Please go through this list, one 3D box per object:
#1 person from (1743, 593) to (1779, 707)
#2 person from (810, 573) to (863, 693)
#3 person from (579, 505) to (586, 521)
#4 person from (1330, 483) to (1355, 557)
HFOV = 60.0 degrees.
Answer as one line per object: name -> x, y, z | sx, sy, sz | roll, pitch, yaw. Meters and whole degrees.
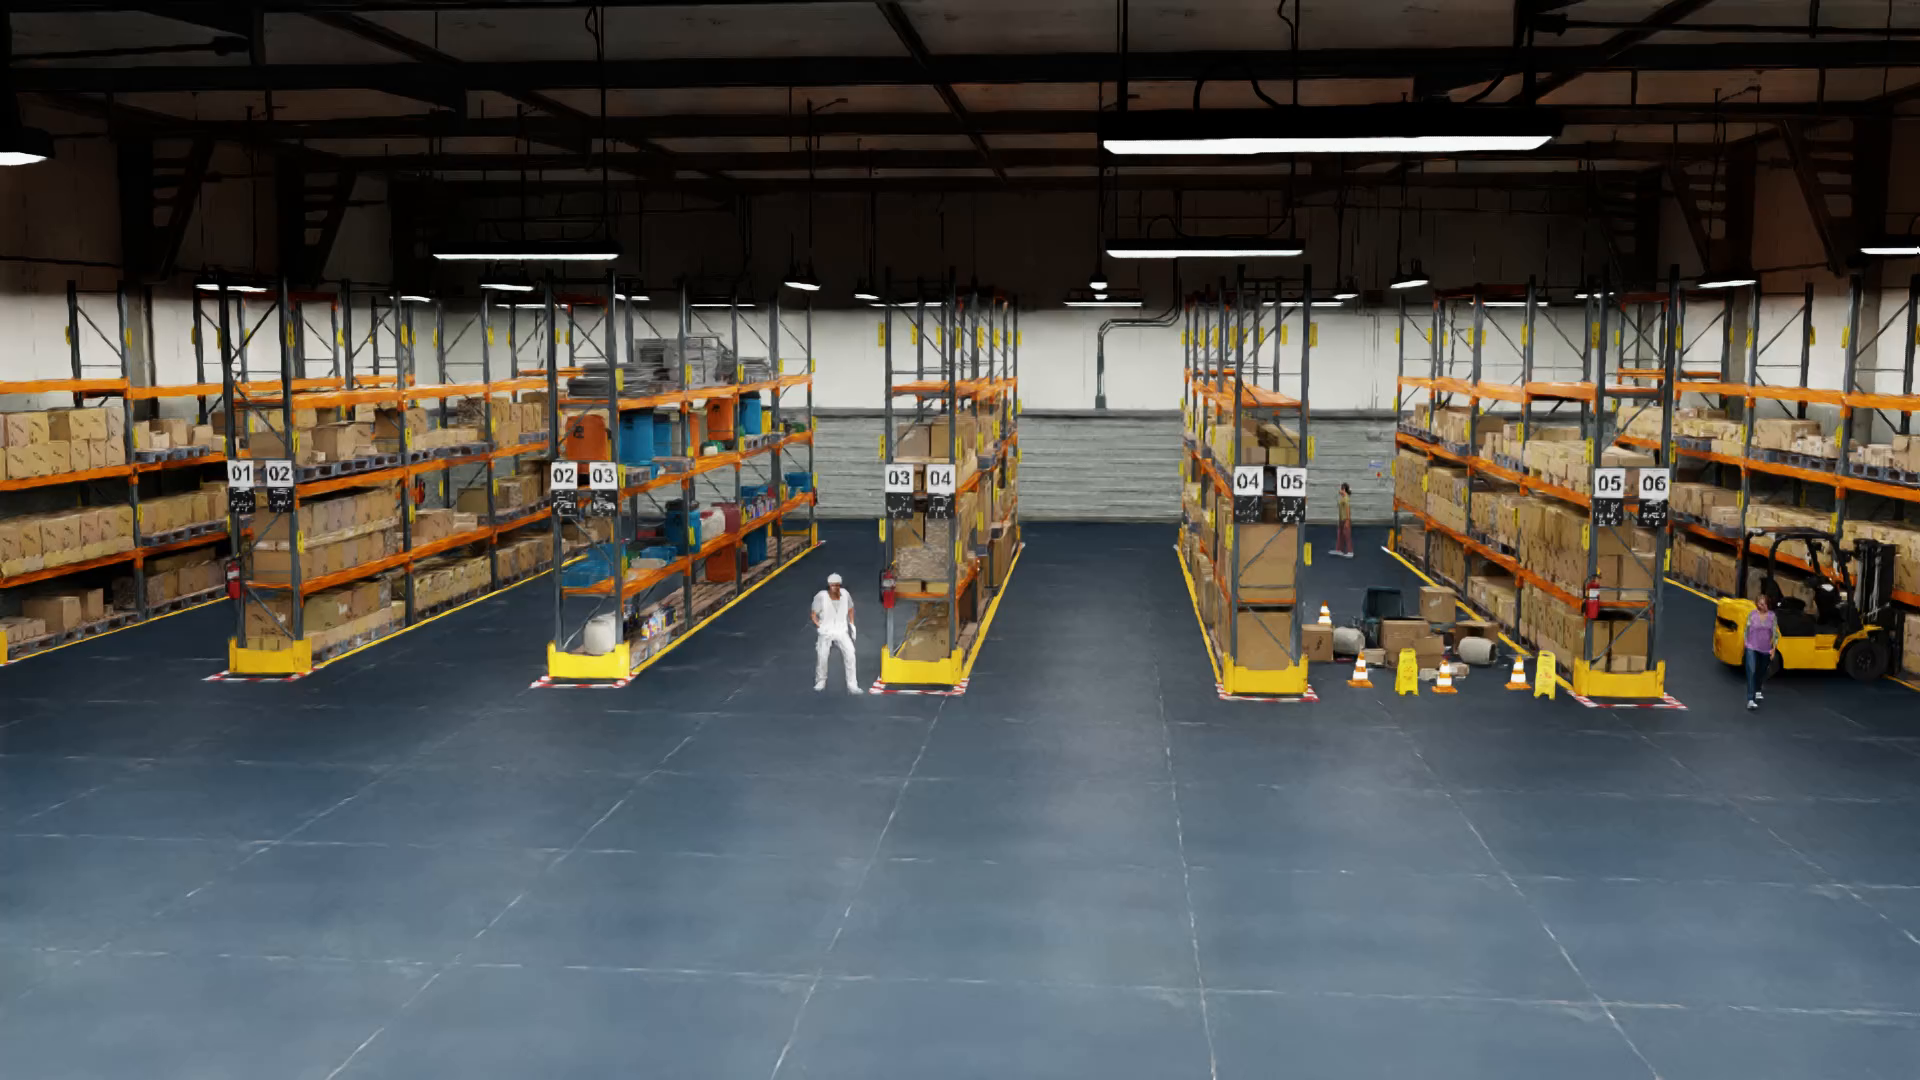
person -> 10.913, 1.486, 22.682 | 0.410, 1.514, 0.958 | 2, 7, 14
person -> -1.777, 1.299, 23.452 | 0.698, 1.719, 0.792 | -2, 7, -14
person -> -9.901, -1.235, 44.303 | 0.591, 1.739, 0.939 | -3, 7, -21
person -> 8.784, -0.476, 38.153 | 0.515, 1.673, 0.630 | 0, 7, 1
